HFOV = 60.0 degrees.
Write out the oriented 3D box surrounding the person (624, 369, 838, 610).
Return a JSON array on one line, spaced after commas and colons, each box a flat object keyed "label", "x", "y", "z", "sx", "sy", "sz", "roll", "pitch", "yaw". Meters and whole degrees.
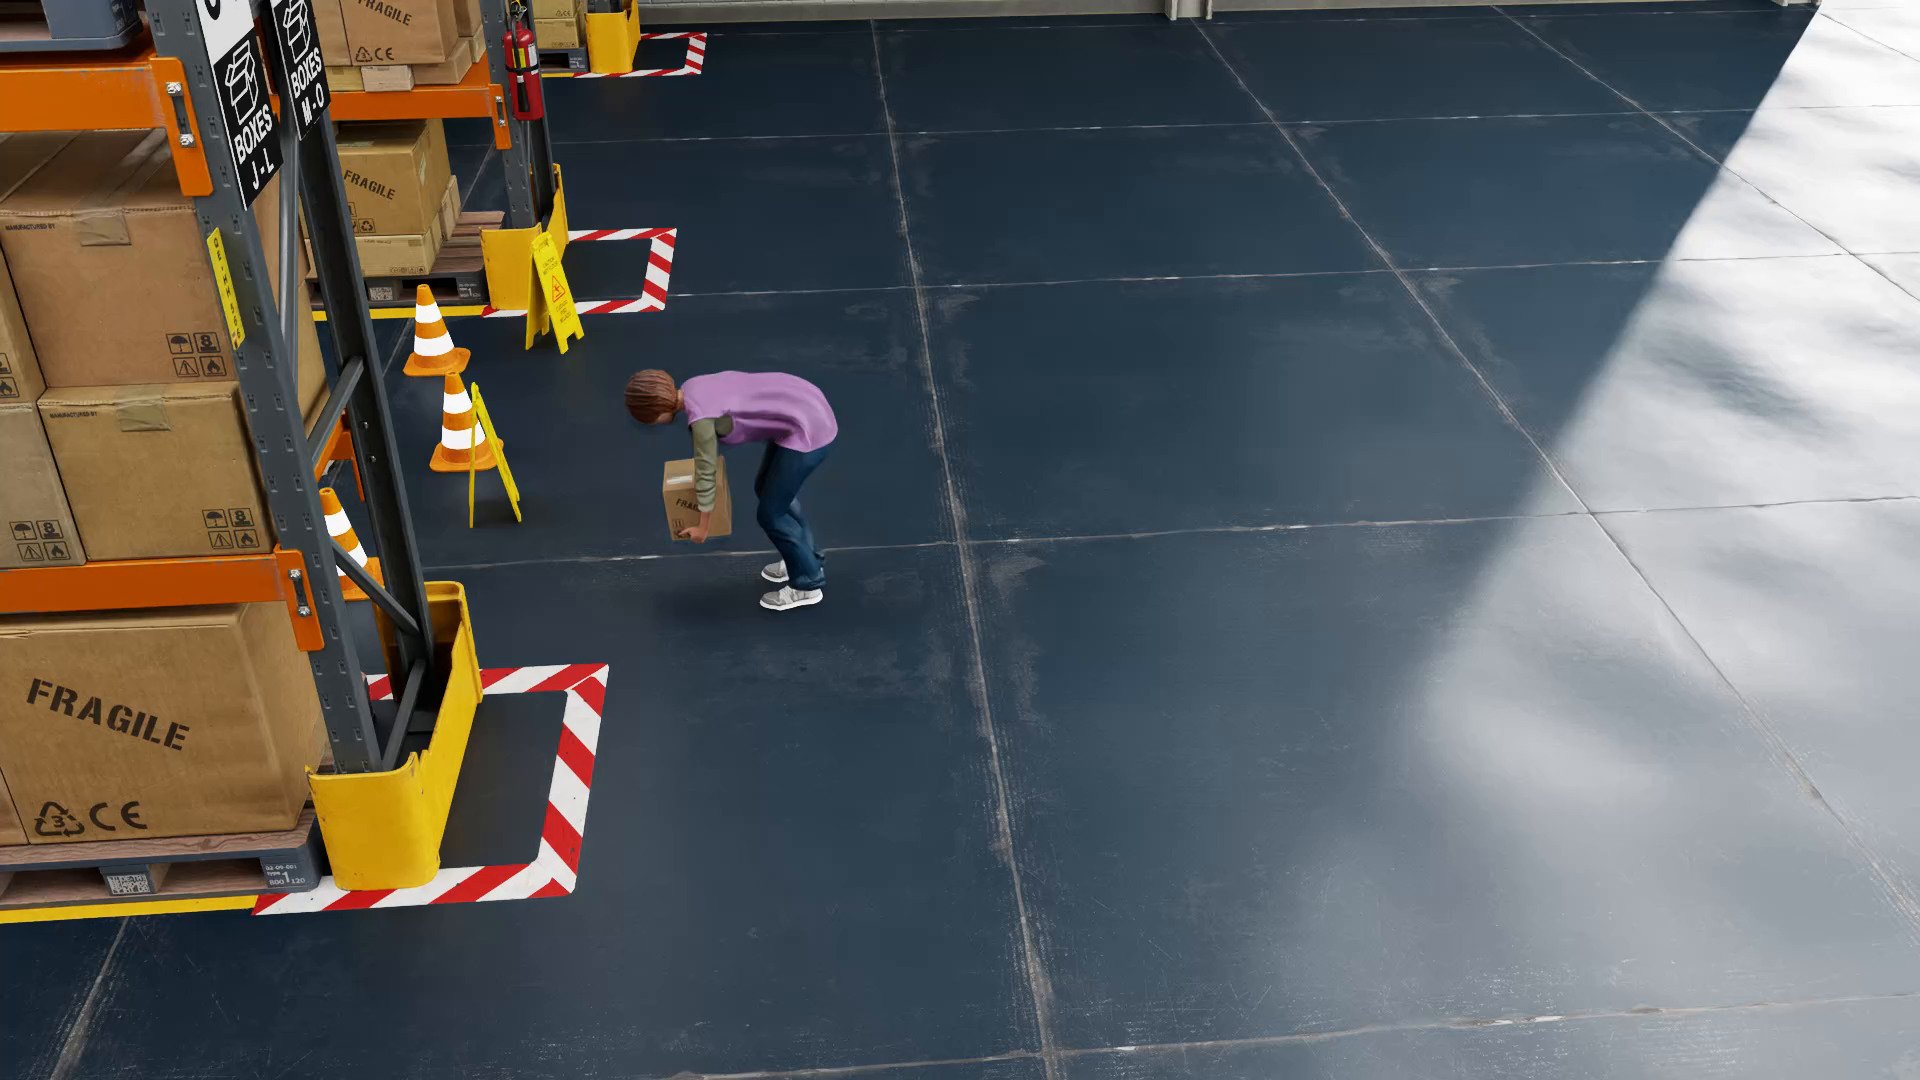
[{"label": "person", "x": -0.935, "y": -0.232, "z": 7.007, "sx": 0.858, "sy": 1.094, "sz": 0.388, "roll": -4, "pitch": 32, "yaw": -6}]
